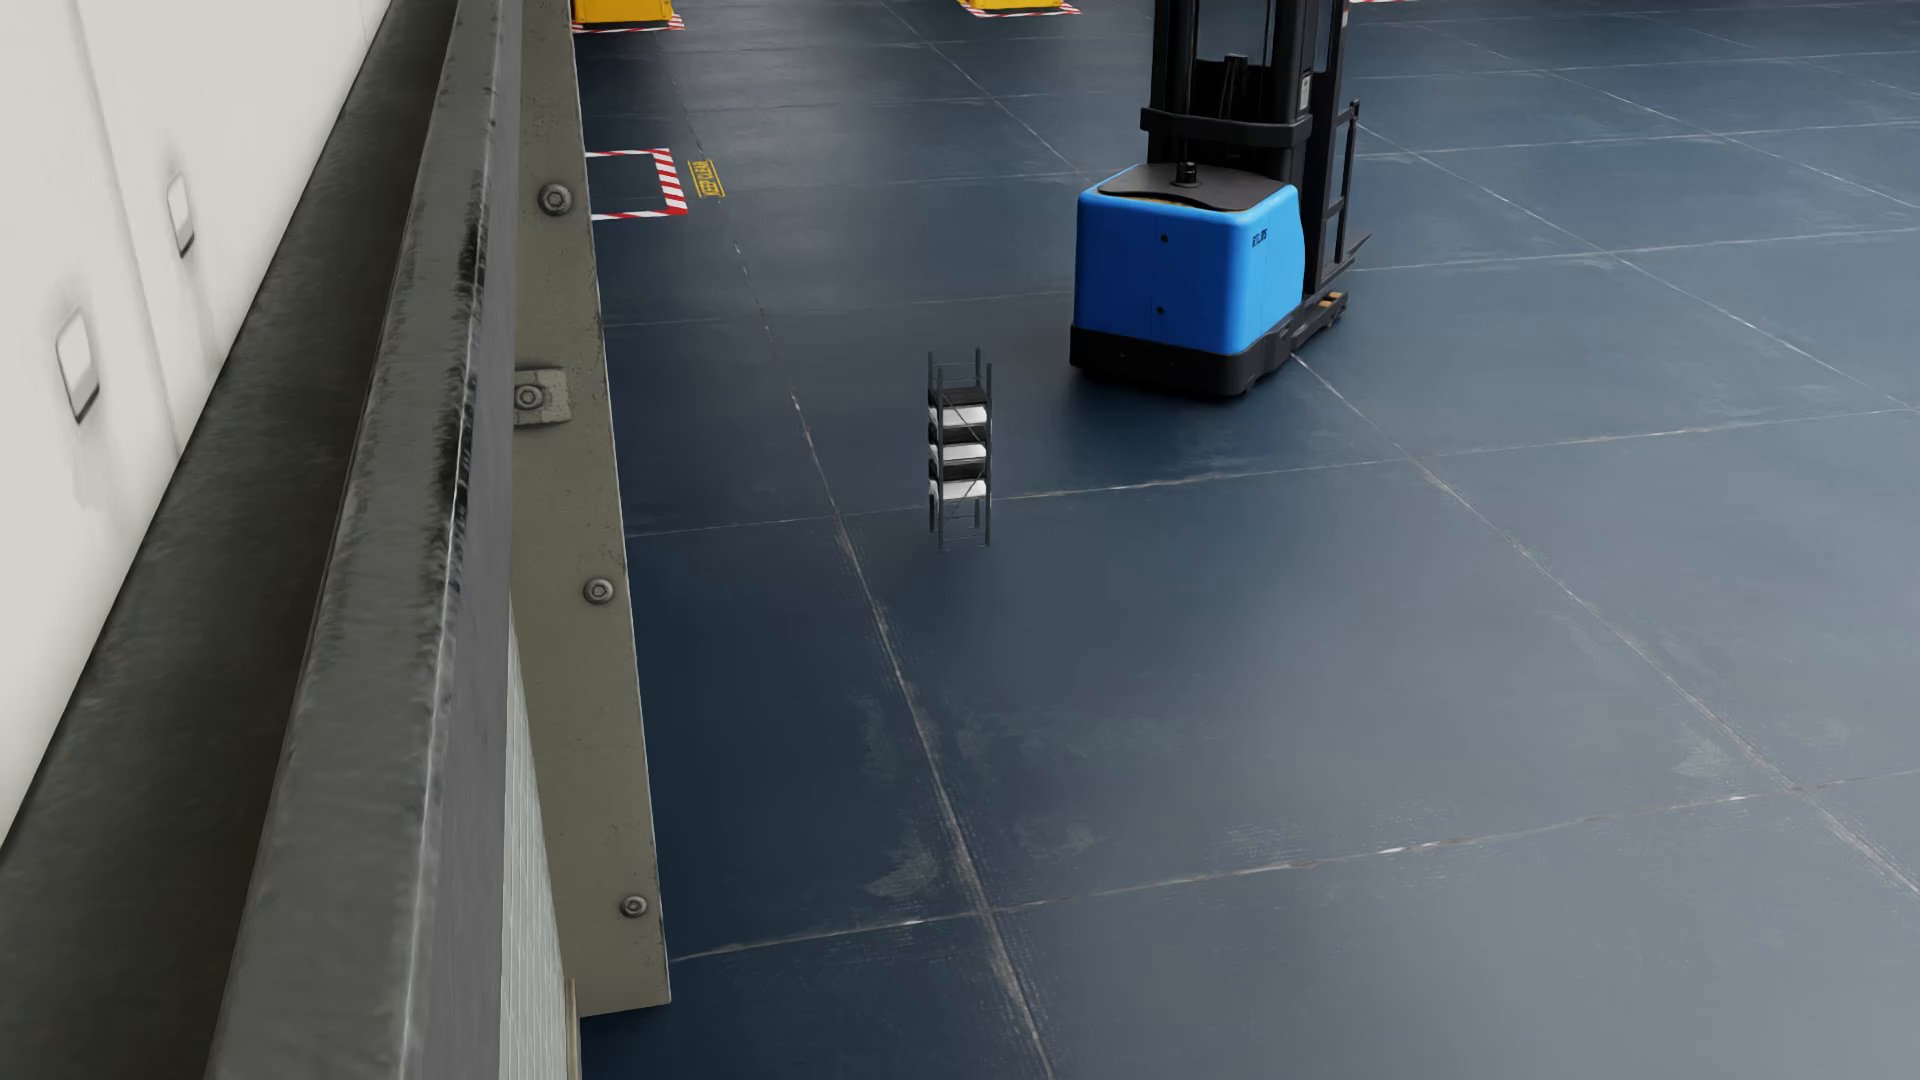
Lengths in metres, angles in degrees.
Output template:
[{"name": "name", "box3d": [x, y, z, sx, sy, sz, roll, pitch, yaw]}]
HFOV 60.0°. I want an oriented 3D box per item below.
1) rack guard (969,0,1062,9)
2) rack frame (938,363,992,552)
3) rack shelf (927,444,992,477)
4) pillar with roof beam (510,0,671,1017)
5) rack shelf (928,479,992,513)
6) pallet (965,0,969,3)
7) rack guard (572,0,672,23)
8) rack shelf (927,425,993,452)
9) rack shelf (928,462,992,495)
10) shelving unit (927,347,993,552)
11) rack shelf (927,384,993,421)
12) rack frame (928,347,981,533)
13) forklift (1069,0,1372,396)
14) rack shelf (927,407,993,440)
[{"name": "rack guard", "box3d": [0.713, -7.081, 21.224, 1.175, 0.500, 0.348, -6, 27, -12]}, {"name": "rack frame", "box3d": [0.021, -0.361, 7.466, 0.240, 0.900, 0.006, -6, 27, -12]}, {"name": "rack shelf", "box3d": [-0.002, -0.376, 7.569, 0.258, 0.077, 0.200, -6, 27, -12]}, {"name": "pillar with roof beam", "box3d": [3.132, -3.135, 3.975, 9.100, 9.000, 0.400, -6, 27, -12]}, {"name": "rack shelf", "box3d": [-0.002, -0.215, 7.650, 0.258, 0.077, 0.200, -6, 27, -12]}, {"name": "pallet", "box3d": [0.495, -7.294, 21.966, 1.003, 0.211, 1.213, -6, 27, -12]}, {"name": "rack guard", "box3d": [-4.135, -6.620, 20.311, 1.175, 0.500, 0.348, -6, 27, -12]}, {"name": "rack shelf", "box3d": [-0.002, -0.456, 7.529, 0.258, 0.077, 0.200, -6, 27, -12]}, {"name": "rack shelf", "box3d": [-0.002, -0.295, 7.610, 0.258, 0.077, 0.200, -6, 27, -12]}, {"name": "shelving unit", "box3d": [-0.002, -0.405, 7.554, 0.258, 0.900, 0.210, -6, 27, -12]}, {"name": "rack shelf", "box3d": [-0.002, -0.617, 7.448, 0.258, 0.077, 0.200, -6, 27, -12]}, {"name": "rack frame", "box3d": [-0.025, -0.450, 7.643, 0.240, 0.900, 0.006, -6, 27, -12]}, {"name": "forklift", "box3d": [1.802, -2.729, 9.903, 1.130, 2.935, 3.031, 14, 30, 26]}, {"name": "rack shelf", "box3d": [-0.002, -0.536, 7.488, 0.258, 0.077, 0.200, -6, 27, -12]}]
